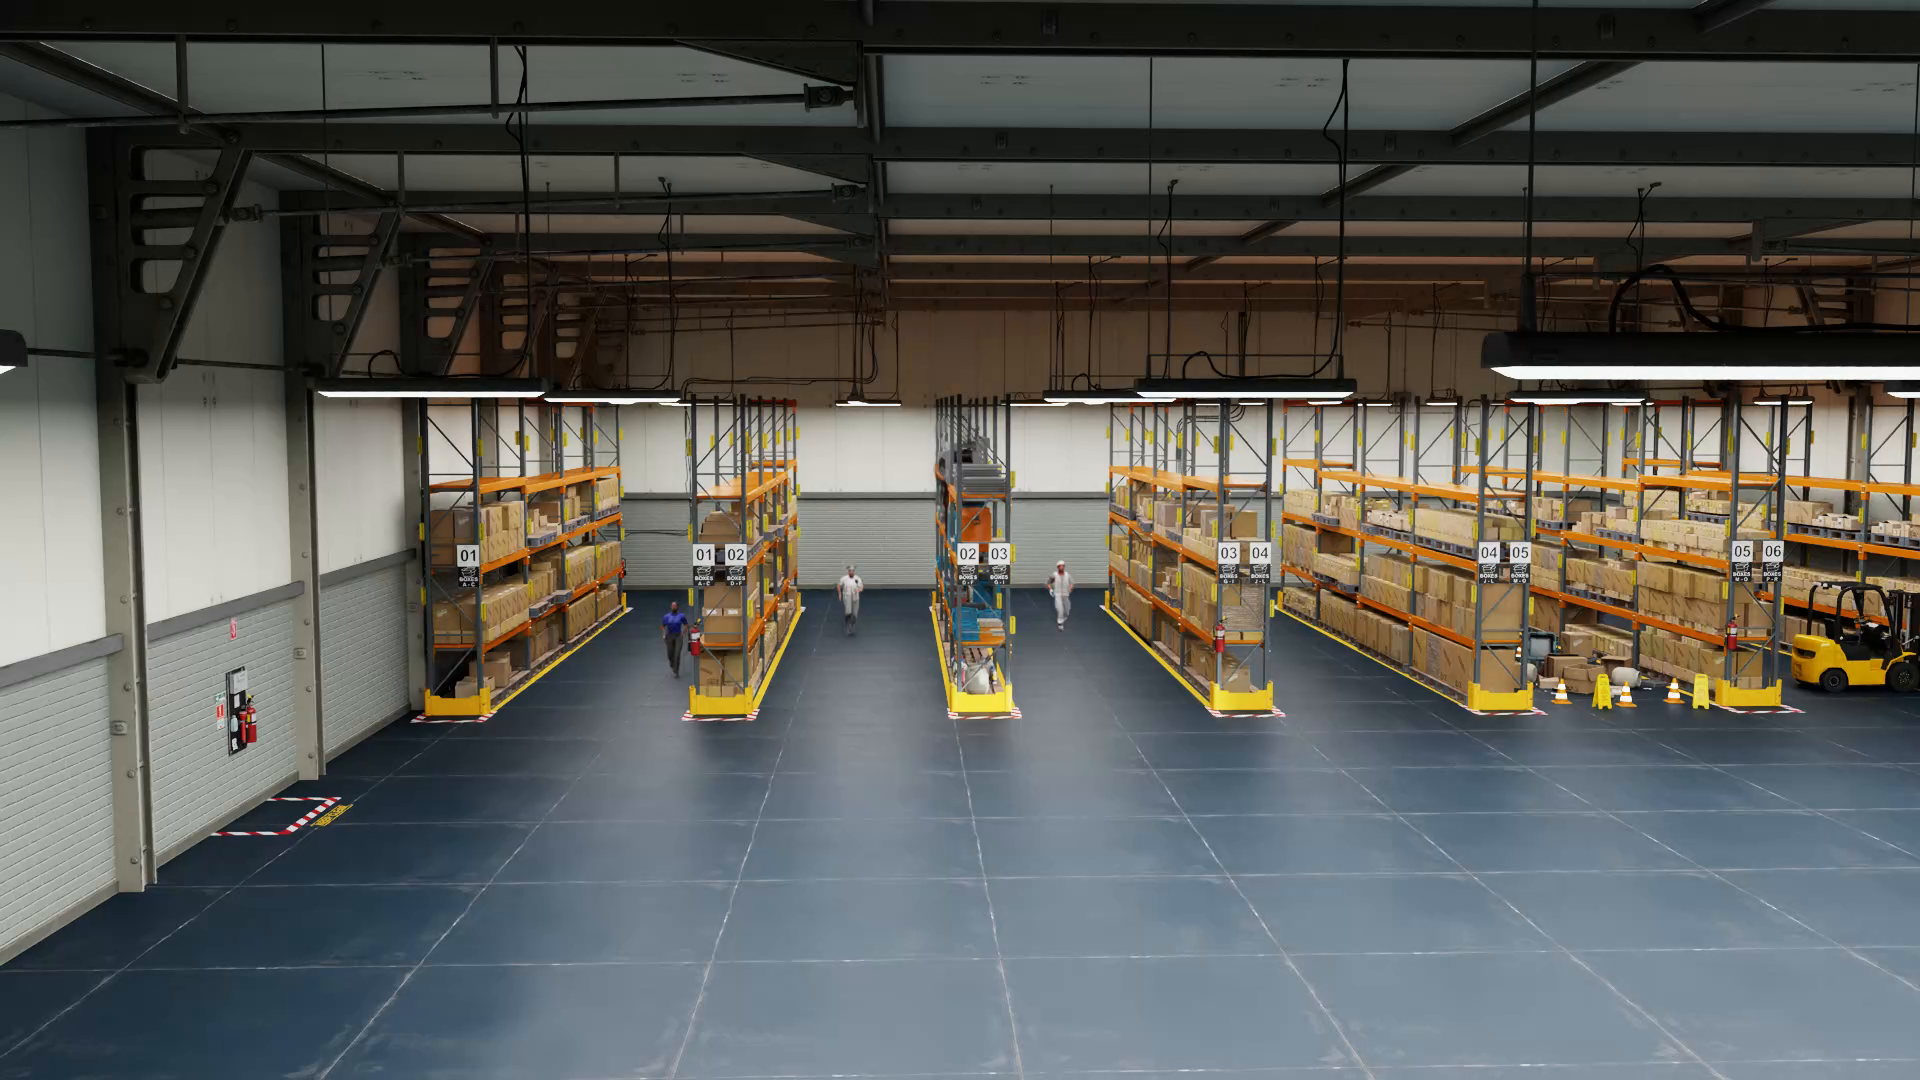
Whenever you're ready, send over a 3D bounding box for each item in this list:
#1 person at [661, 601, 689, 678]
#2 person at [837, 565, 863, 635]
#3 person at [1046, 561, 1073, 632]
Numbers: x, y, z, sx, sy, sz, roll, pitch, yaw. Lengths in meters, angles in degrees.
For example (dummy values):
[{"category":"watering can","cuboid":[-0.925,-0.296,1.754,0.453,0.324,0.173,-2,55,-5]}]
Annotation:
[{"category":"person","cuboid":[-6.112,2.119,35.678,0.586,1.619,0.617,-1,5,-7]},{"category":"person","cuboid":[-2.766,1.524,42.234,0.635,1.794,0.703,-1,5,-14]},{"category":"person","cuboid":[2.461,1.384,40.610,0.661,1.743,0.706,-1,5,-10]}]
